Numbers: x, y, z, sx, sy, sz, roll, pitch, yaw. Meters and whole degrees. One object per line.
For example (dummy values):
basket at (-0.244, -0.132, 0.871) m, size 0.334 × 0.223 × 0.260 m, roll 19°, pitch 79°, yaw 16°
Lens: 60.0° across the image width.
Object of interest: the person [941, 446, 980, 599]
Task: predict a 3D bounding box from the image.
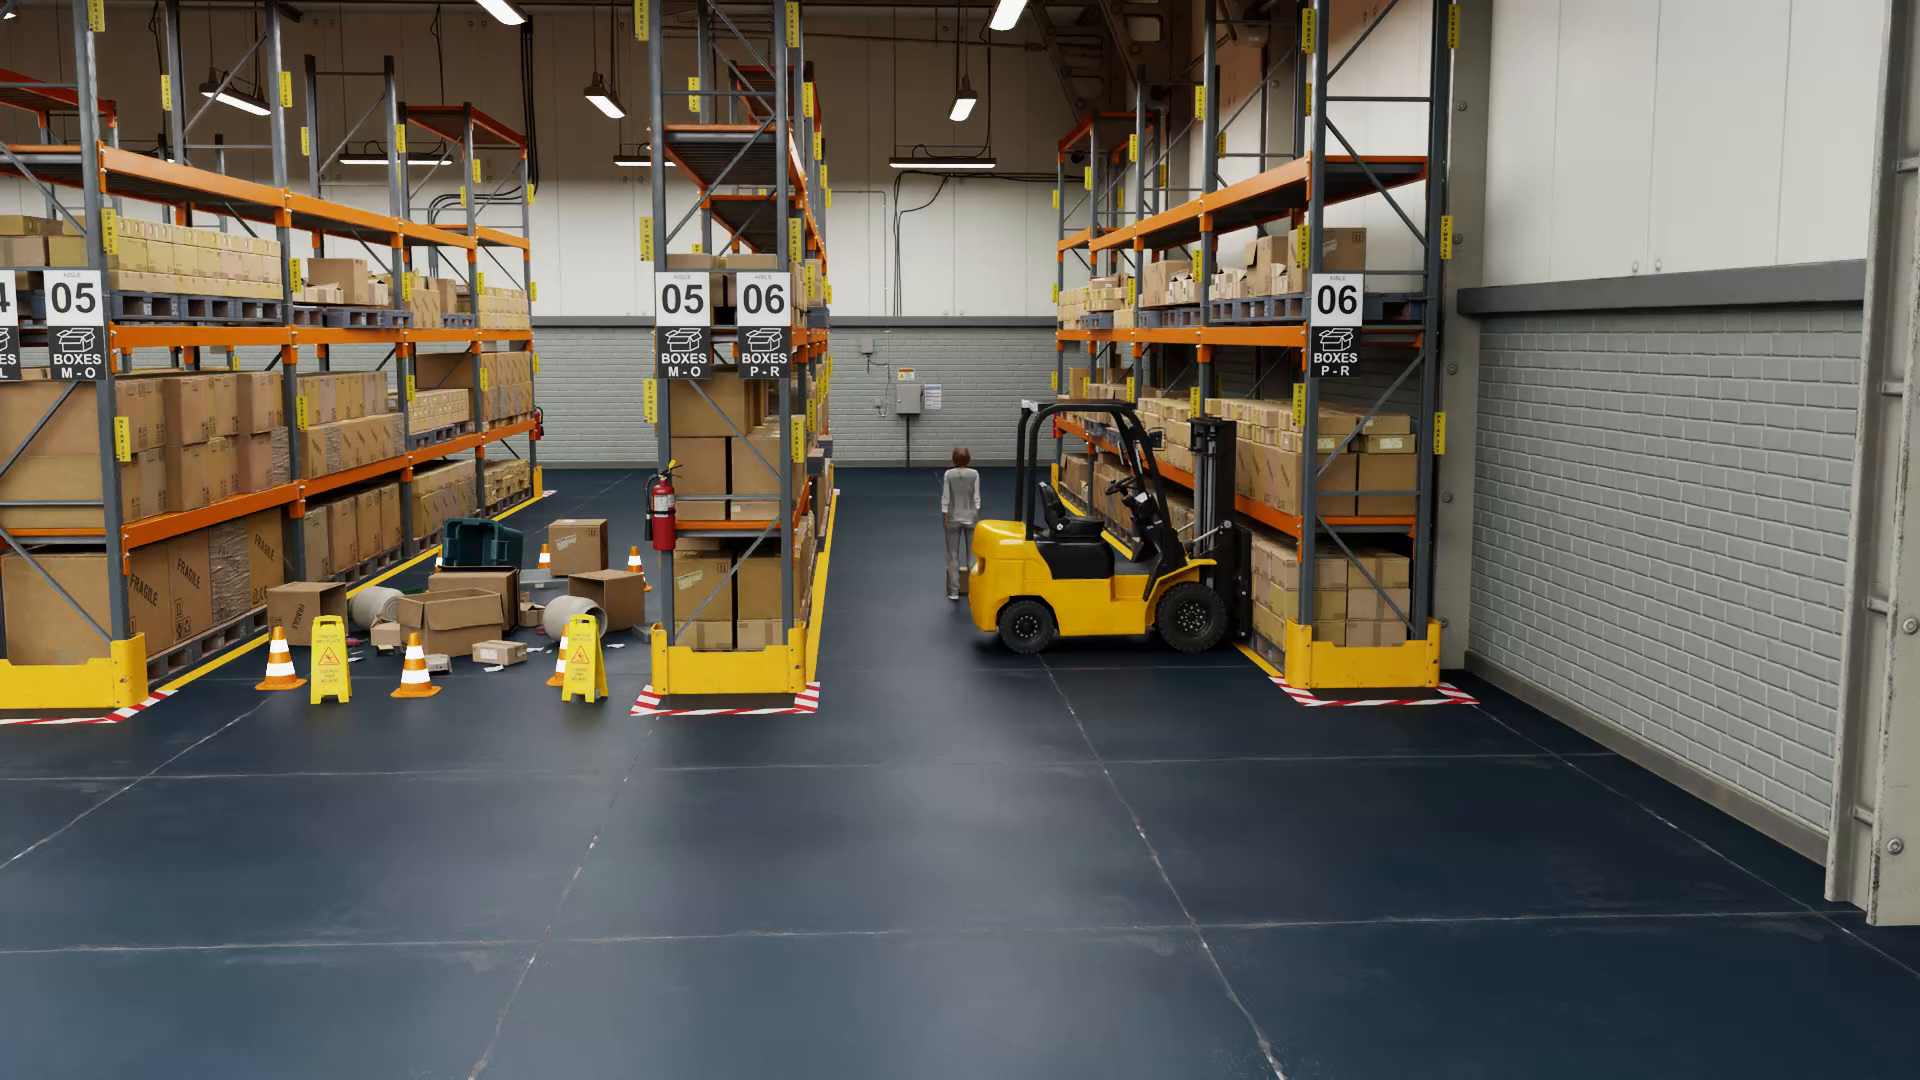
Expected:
person at (0.006, -0.172, 17.248) m, size 0.407 × 1.586 × 0.300 m, roll 0°, pitch 7°, yaw -3°
